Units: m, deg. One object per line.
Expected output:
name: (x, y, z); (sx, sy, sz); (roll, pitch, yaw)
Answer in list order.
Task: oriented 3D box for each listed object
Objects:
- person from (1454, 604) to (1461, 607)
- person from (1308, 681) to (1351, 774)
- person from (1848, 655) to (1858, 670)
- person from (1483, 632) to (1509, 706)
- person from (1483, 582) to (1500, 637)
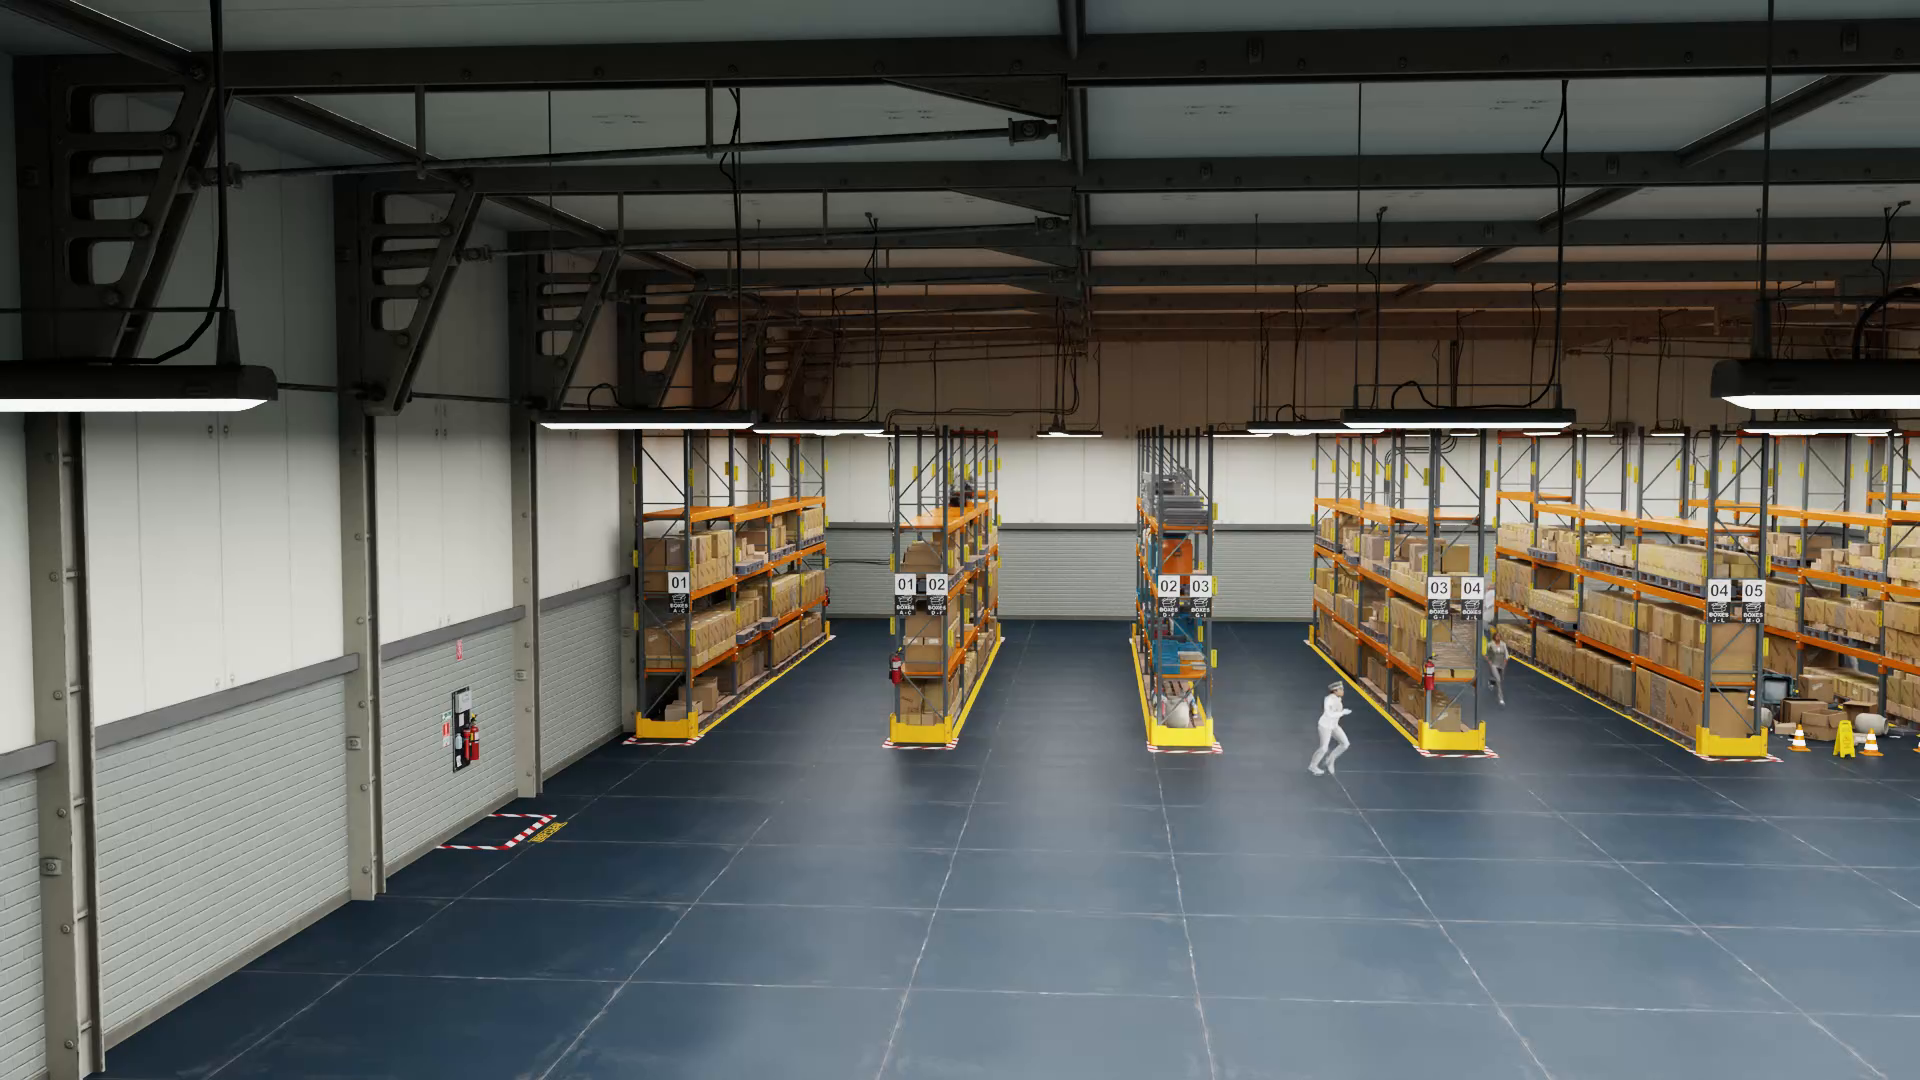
person: (14.165, 2.100, 46.759); (0.668, 1.671, 0.827); (3, 5, 43)
person: (6.291, 3.183, 28.250); (0.788, 1.630, 0.585); (3, 4, 39)
person: (21.653, 2.387, 40.724); (0.694, 1.806, 0.903); (1, 3, 9)
person: (11.697, 2.783, 36.288); (0.517, 1.583, 0.911); (0, 3, -8)
person: (14.945, 2.040, 47.165); (0.796, 1.727, 0.760); (0, 3, -1)
